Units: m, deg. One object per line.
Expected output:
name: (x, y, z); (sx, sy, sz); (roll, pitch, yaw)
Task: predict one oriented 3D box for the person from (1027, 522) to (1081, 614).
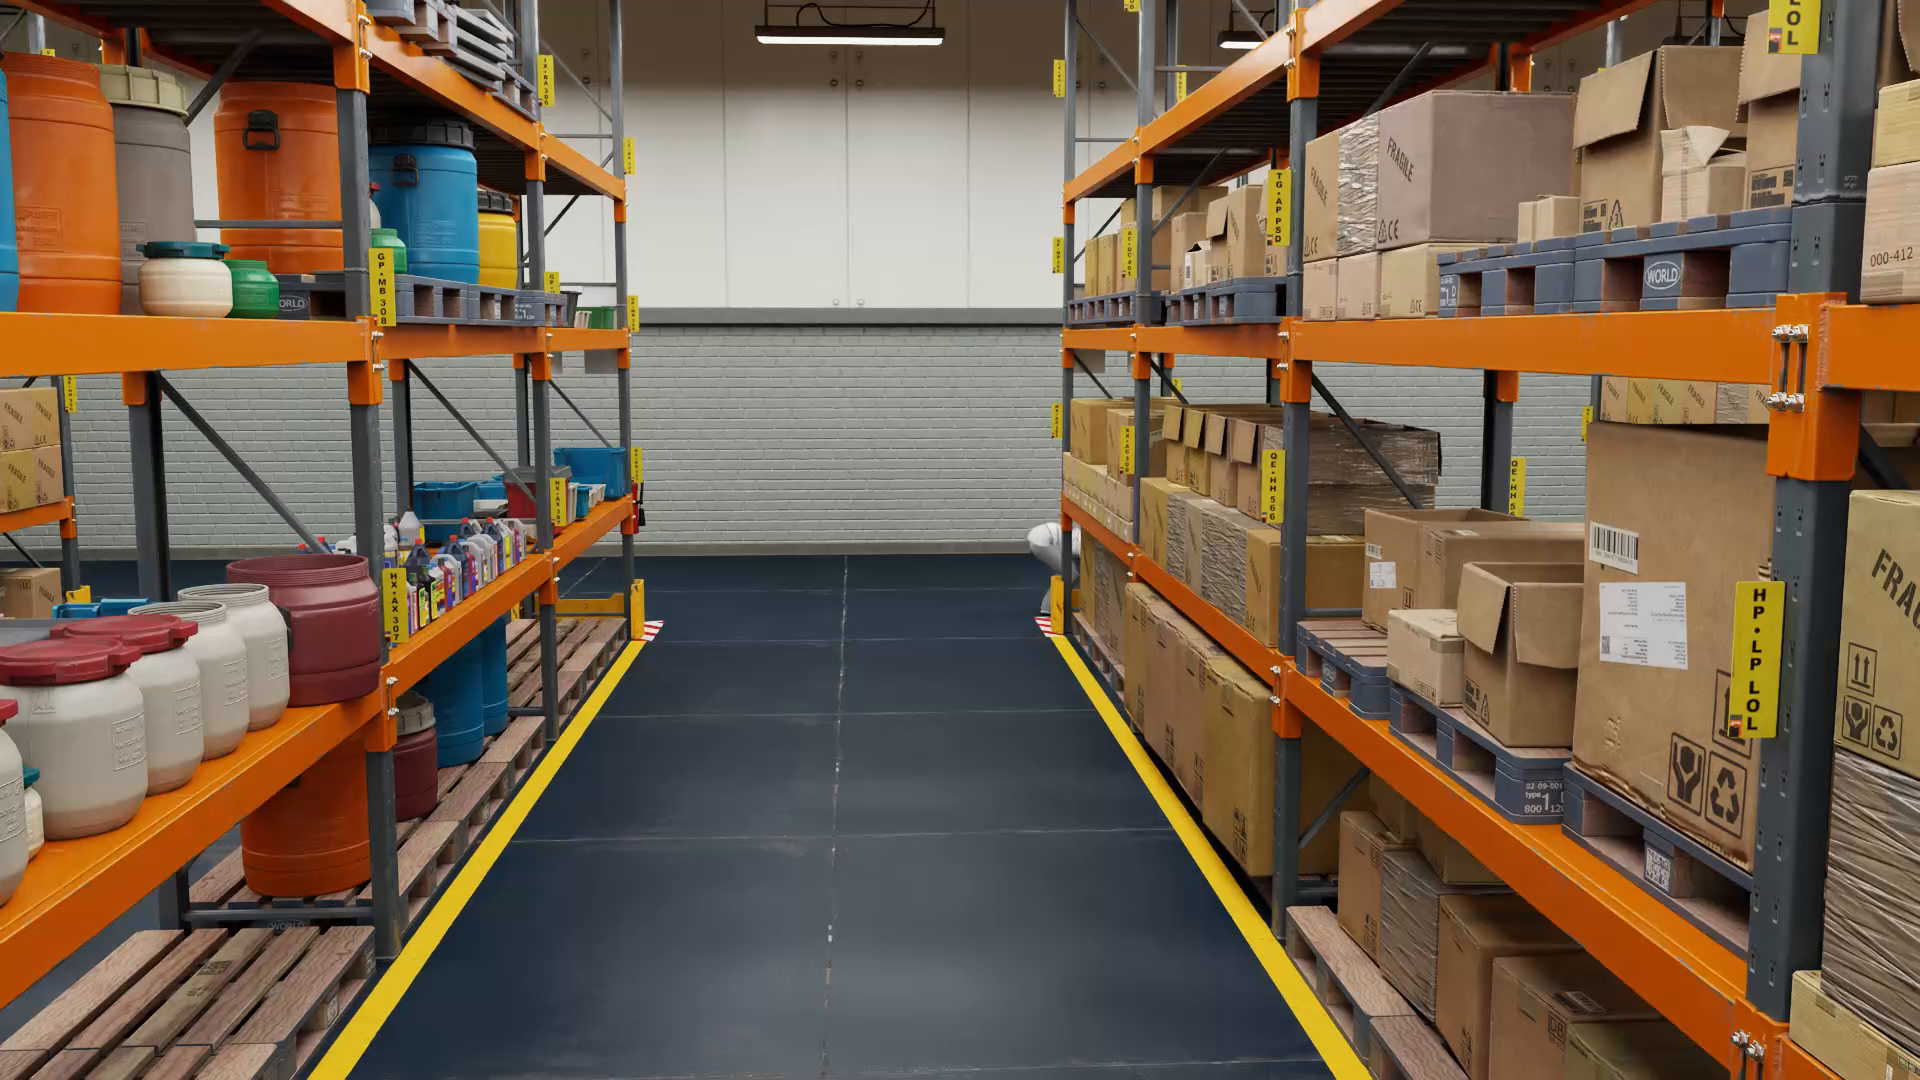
person: (1.121, 0.281, 16.571); (0.904, 0.908, 0.465); (0, 7, 1)
